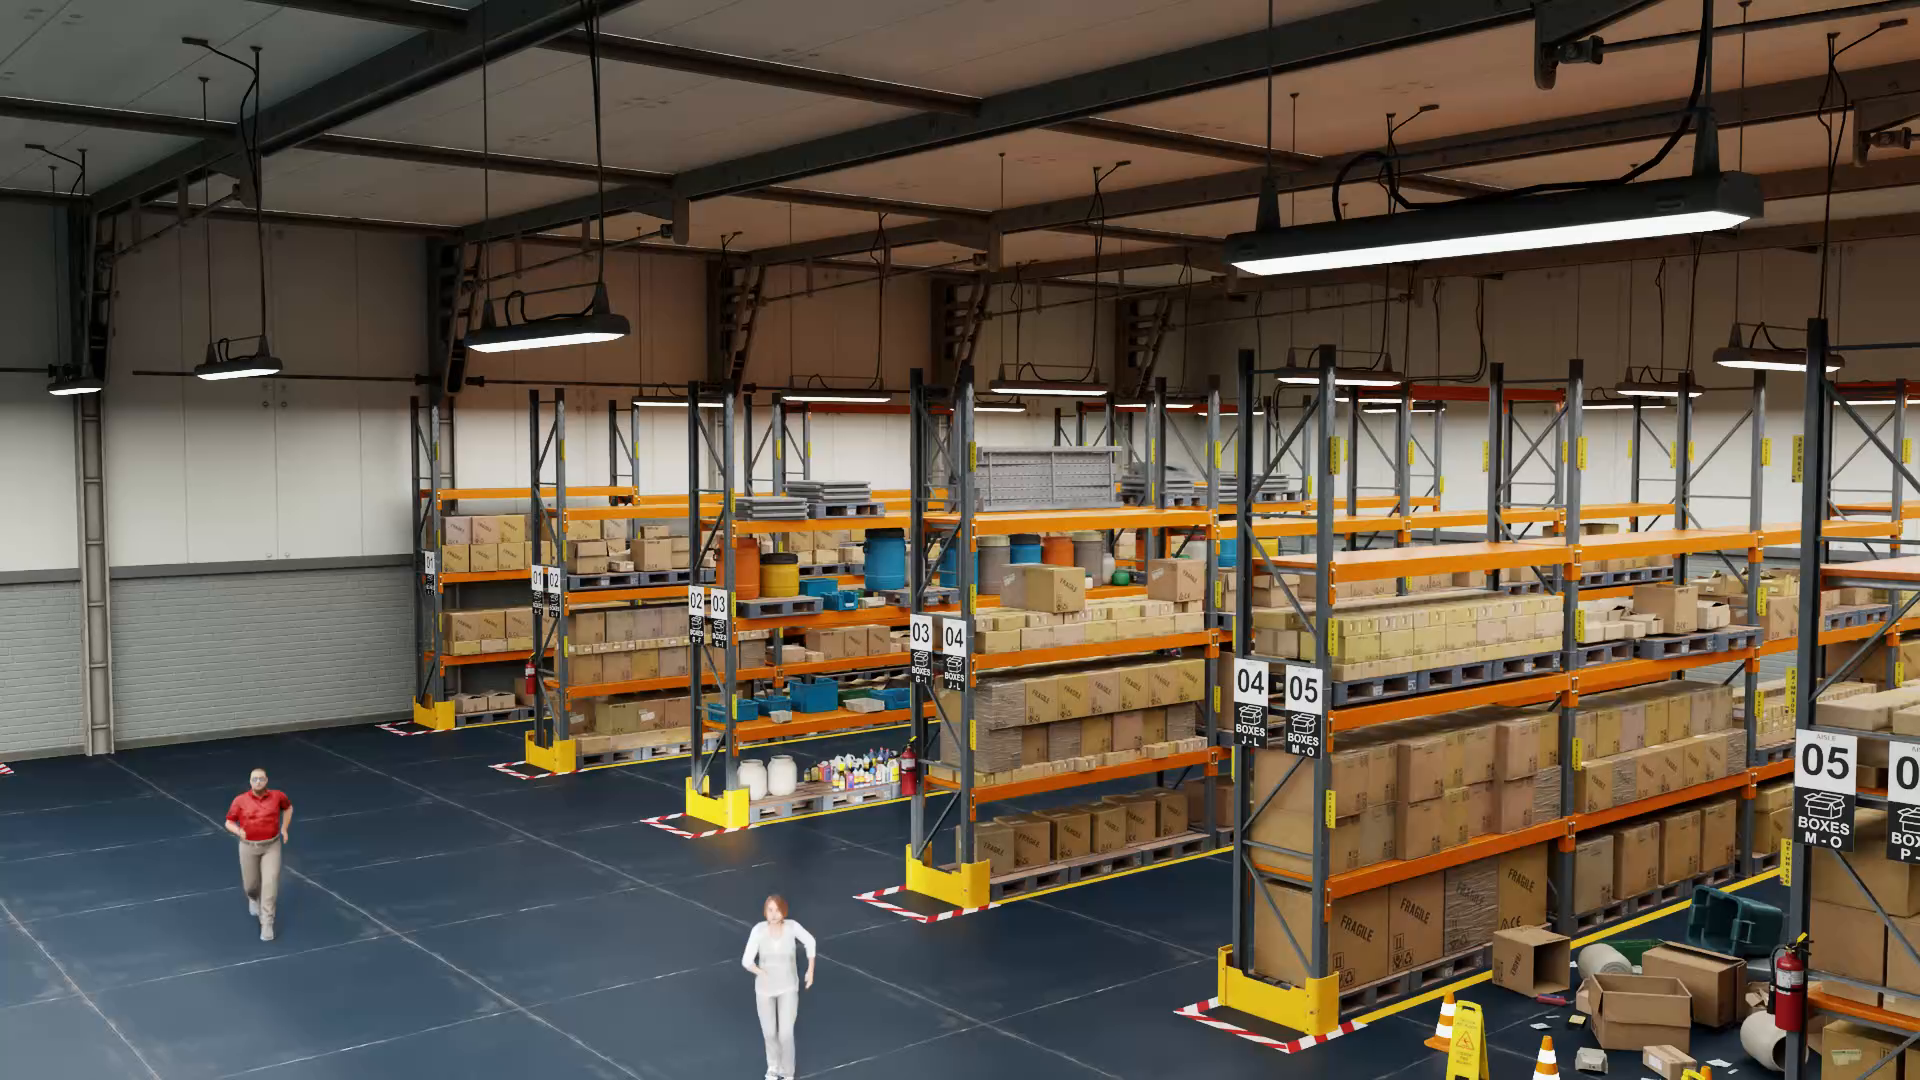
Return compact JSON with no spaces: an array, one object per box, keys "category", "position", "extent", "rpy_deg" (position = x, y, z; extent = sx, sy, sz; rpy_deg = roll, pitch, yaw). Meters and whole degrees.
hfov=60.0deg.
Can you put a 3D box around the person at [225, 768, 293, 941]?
[{"category":"person","position":[-7.373,3.267,17.530],"extent":[0.664,1.726,0.954],"rpy_deg":[-1,4,-24]}]

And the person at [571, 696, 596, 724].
[{"category":"person","position":[-6.441,2.595,28.647],"extent":[0.793,1.823,0.644],"rpy_deg":[-3,5,-44]}]

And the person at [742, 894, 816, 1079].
[{"category":"person","position":[-1.431,3.604,13.128],"extent":[0.560,1.656,0.696],"rpy_deg":[0,3,-1]}]
